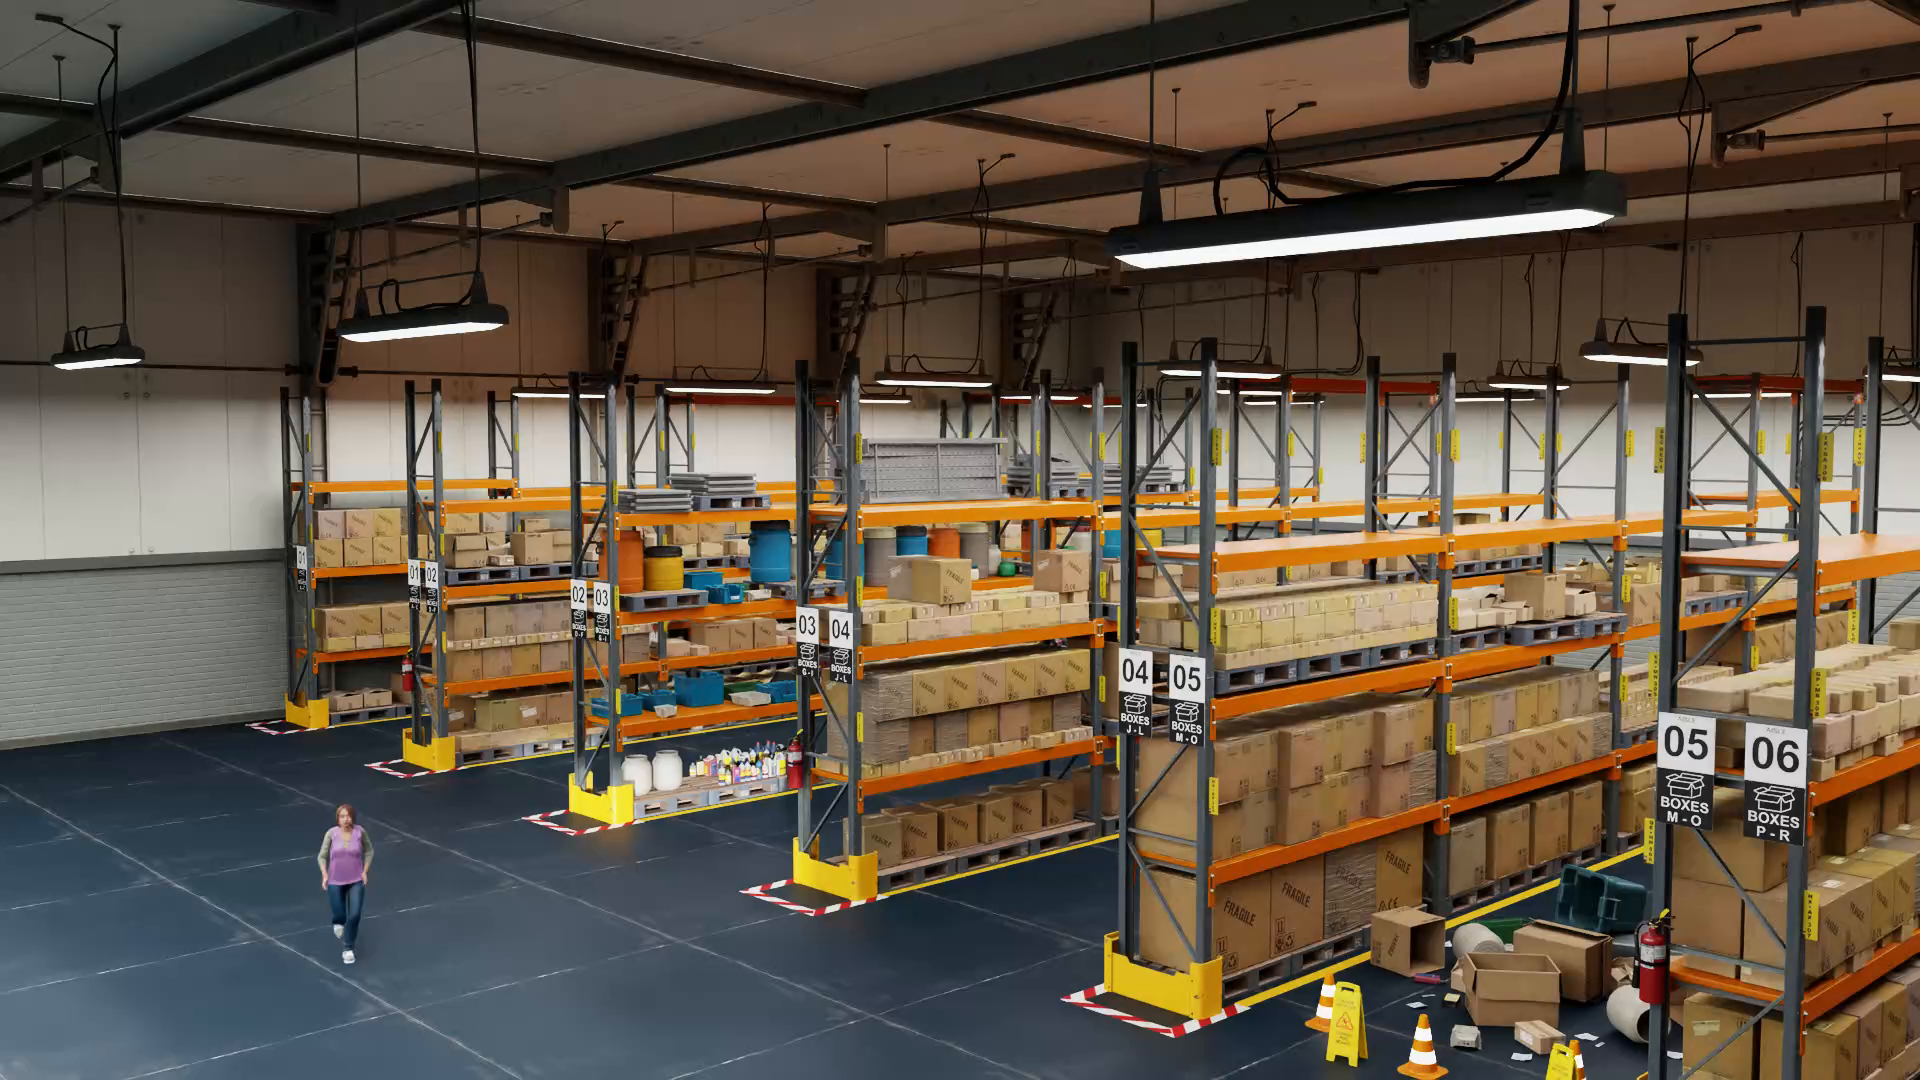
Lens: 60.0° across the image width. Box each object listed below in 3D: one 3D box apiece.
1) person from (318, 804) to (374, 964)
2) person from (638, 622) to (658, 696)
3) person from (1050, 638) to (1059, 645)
[{"bbox_3d":[-6.050,3.349,16.400,0.522,1.554,0.598,-2,4,-23],"label":"person"},{"bbox_3d":[-5.776,2.290,30.665,0.697,1.759,0.988,3,5,41],"label":"person"},{"bbox_3d":[1.835,2.194,32.945,0.600,1.726,0.778,3,5,38],"label":"person"}]
